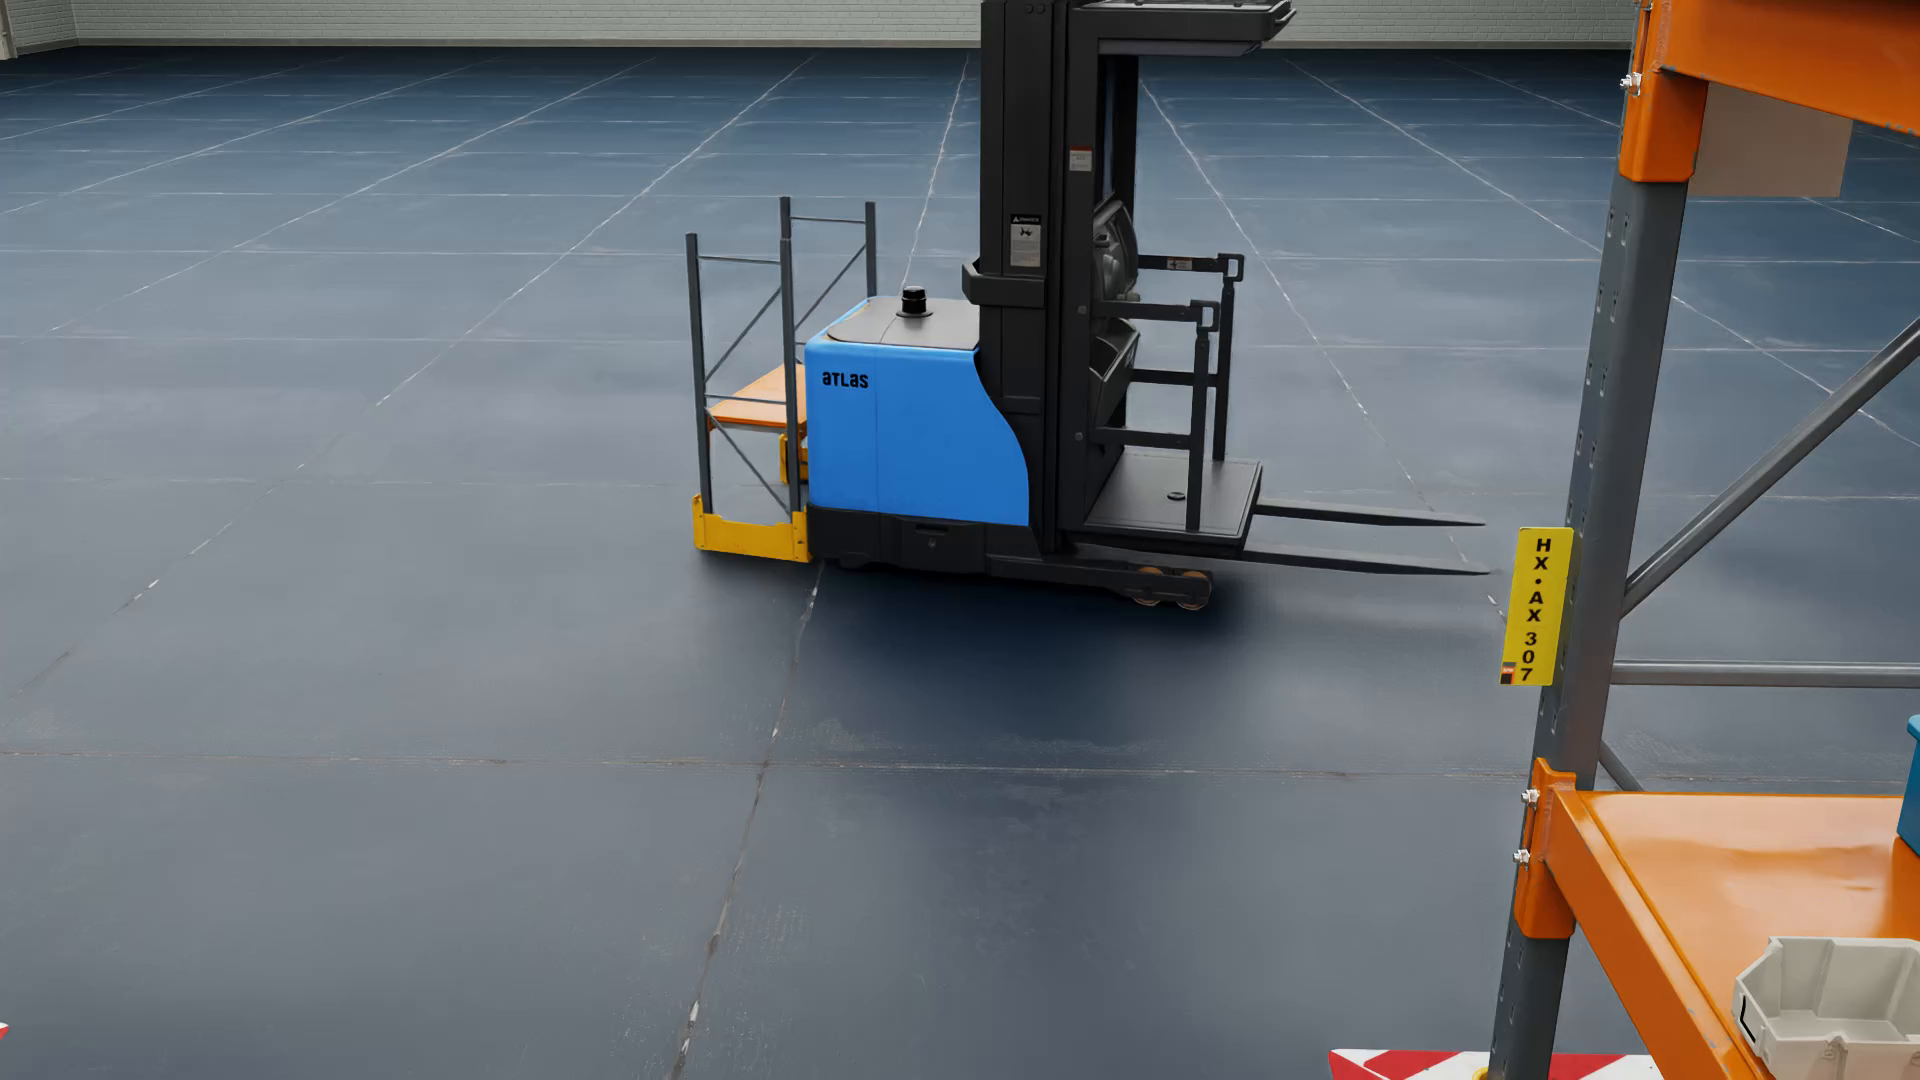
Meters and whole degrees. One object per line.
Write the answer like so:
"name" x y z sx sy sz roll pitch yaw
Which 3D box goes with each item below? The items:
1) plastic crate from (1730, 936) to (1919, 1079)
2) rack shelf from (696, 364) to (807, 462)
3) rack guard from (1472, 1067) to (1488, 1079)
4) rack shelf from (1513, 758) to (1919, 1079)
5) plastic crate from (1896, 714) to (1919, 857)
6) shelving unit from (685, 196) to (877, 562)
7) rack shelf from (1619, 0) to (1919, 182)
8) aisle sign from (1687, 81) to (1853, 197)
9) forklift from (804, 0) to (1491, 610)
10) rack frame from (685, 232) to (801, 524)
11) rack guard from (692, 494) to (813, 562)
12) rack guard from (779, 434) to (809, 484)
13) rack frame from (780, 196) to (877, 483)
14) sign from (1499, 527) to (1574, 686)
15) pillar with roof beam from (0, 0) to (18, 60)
"plastic crate" 1.298 0.709 2.420 0.298 0.136 0.250 1 21 2
"rack shelf" -0.818 -0.646 8.119 0.538 0.185 1.000 7 22 17
"rack guard" 1.691 1.459 3.578 1.175 0.500 0.348 1 21 2
"rack shelf" 1.586 1.324 1.464 1.077 0.370 4.000 1 21 2
"plastic crate" 1.931 0.519 2.750 0.499 0.251 0.616 1 21 2
"shelving unit" -0.821 -0.811 8.046 0.587 1.500 1.083 7 22 17
"rack shelf" 1.586 -0.074 0.921 1.077 0.370 4.000 1 21 2
"aisle sign" 1.356 -0.976 2.803 0.394 0.787 0.004 1 21 2
"forklift" 0.869 -1.274 7.261 3.031 2.935 1.130 5 22 14
"rack frame" -0.979 -0.640 7.604 0.500 1.500 0.032 7 22 17
"rack guard" -0.979 -0.057 7.831 0.587 0.250 0.087 7 22 17
"rack guard" -0.663 -0.399 8.712 0.587 0.250 0.087 7 22 17
"rack frame" -0.657 -0.989 8.503 0.500 1.500 0.032 7 22 17
"sign" 1.097 0.129 3.167 0.100 0.325 0.005 1 21 2
"pillar with roof beam" -13.877 -13.306 29.881 9.100 9.000 0.400 1 21 2
